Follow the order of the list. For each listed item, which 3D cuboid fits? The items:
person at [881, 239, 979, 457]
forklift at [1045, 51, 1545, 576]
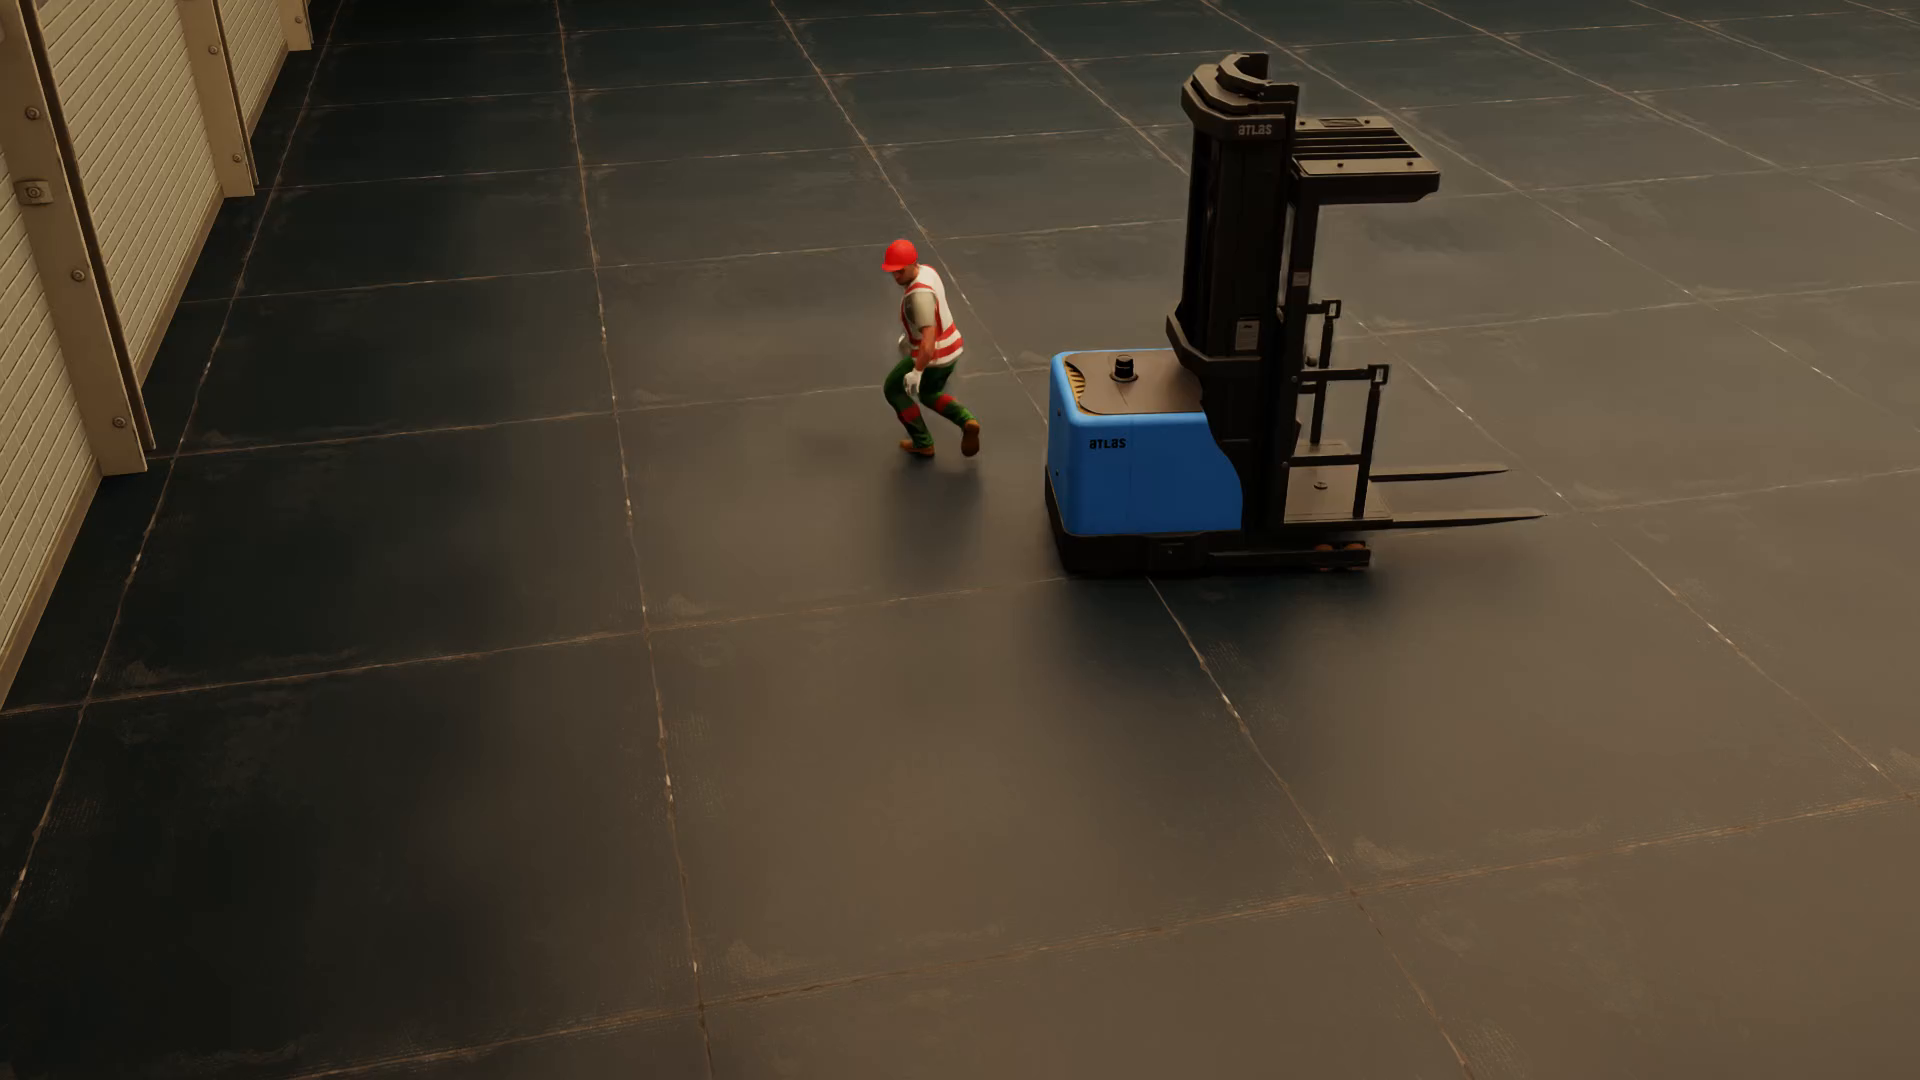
[{"bbox_3d":[-0.211,-1.253,11.139,0.725,1.559,0.710,14,33,22],"label":"person"},{"bbox_3d":[2.096,-1.336,9.883,3.031,2.935,1.130,-2,30,-4],"label":"forklift"}]
